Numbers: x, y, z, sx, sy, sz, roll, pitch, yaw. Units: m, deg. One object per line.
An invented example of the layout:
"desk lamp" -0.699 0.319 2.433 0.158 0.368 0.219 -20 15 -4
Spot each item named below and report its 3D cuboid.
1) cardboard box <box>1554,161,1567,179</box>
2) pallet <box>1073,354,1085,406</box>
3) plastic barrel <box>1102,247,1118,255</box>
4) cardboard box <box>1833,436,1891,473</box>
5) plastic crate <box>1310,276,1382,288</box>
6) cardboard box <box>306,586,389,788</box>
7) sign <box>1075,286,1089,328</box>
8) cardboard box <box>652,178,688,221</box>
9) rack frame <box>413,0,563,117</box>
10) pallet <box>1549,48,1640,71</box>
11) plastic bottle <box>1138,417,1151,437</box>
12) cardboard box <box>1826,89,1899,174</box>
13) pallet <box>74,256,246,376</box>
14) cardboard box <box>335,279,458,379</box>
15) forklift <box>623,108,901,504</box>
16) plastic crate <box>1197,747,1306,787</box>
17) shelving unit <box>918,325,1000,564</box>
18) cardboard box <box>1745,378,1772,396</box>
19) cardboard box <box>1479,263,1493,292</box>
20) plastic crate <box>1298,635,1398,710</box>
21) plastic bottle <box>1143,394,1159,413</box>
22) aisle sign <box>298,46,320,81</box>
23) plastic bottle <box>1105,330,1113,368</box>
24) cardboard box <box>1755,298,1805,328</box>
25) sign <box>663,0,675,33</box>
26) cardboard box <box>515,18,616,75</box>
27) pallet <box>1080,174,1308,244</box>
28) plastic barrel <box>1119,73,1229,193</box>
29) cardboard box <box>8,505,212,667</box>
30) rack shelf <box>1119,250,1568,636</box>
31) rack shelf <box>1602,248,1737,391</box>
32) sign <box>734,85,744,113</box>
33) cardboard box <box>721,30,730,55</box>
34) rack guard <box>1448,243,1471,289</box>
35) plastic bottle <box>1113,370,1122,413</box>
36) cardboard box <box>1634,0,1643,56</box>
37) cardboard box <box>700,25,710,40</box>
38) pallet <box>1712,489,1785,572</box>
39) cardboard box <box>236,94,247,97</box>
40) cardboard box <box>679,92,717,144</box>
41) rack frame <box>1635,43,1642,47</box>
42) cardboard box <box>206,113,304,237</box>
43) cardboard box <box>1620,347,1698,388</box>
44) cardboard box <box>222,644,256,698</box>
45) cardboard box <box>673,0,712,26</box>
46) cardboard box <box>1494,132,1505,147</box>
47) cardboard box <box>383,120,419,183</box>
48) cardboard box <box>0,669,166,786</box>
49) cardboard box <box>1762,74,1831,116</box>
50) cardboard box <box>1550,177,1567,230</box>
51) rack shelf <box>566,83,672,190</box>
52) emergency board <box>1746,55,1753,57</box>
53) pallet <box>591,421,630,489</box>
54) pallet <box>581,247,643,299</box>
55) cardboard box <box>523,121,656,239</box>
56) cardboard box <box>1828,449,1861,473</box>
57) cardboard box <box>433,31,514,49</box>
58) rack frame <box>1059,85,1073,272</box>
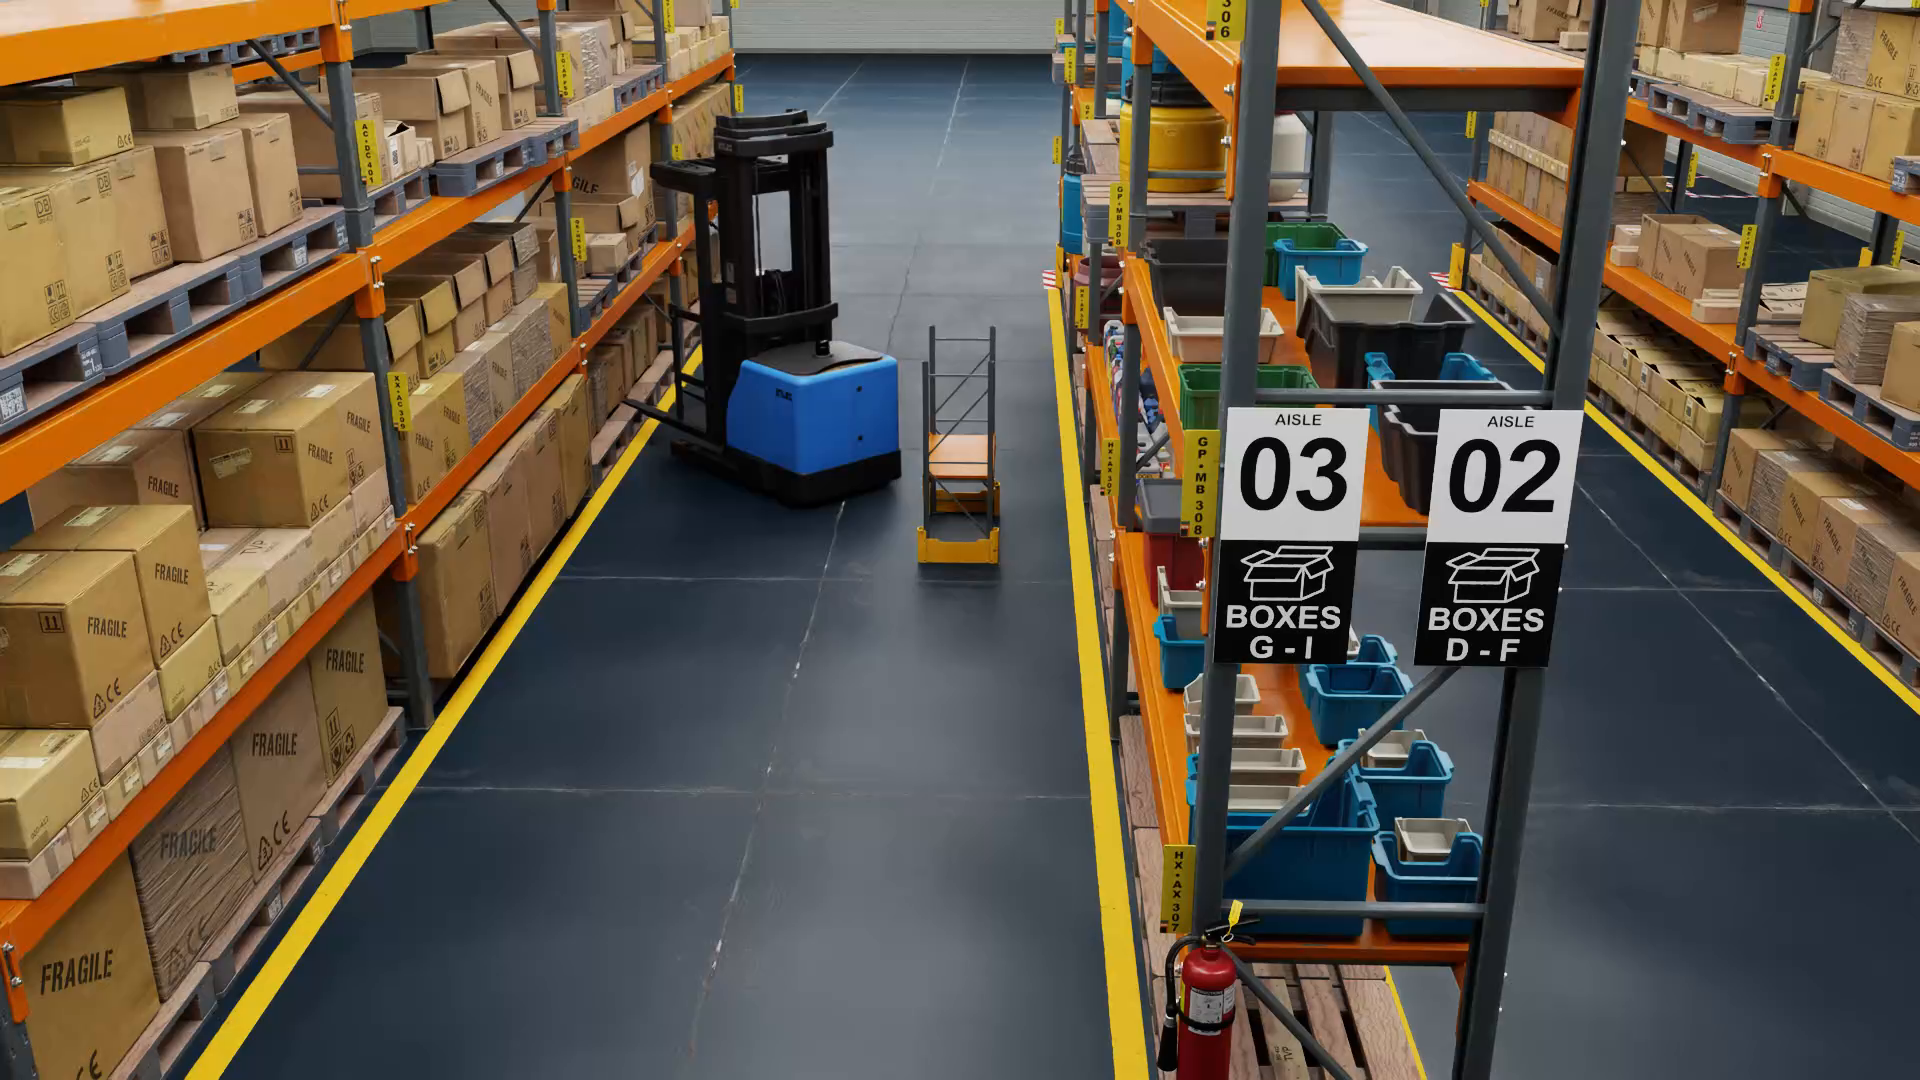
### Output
"cardboard box" 6.375 -3.823 17.200 0.380 0.149 0.250 1 21 2
"pallet" 1.623 -1.565 16.272 1.003 0.211 1.213 1 21 2
"plastic barrel" 1.304 -2.130 13.717 0.421 0.512 0.421 0 21 0
"cardboard box" 6.646 -0.676 11.935 0.500 0.250 0.500 1 21 4
"plastic crate" 1.706 -1.069 7.355 0.293 0.136 0.466 1 21 2
"cardboard box" -3.686 0.721 8.882 0.875 0.875 0.875 1 21 2
"sign" 0.936 -1.783 12.752 0.100 0.325 0.005 1 21 2
"cardboard box" -3.267 -3.552 16.986 0.875 0.500 0.500 1 21 2
"rack frame" -3.465 -4.555 11.828 1.000 3.000 0.127 1 21 2
"pallet" 6.559 -4.760 16.625 1.003 0.211 1.213 1 21 2
"plastic bottle" 1.065 -0.570 9.920 0.144 0.351 0.185 1 21 2
"cardboard box" 6.442 -2.750 11.186 0.910 0.500 0.500 1 21 2
"pallet" -3.661 -0.933 6.763 1.003 0.211 1.213 1 21 2
"cardboard box" -3.543 -1.305 10.221 0.797 0.503 0.637 1 21 2
"forklift" -1.837 -2.108 13.909 1.130 2.935 3.031 -18 27 -38
"plastic crate" 1.110 0.882 6.390 0.396 0.136 0.243 1 21 2
"shelving unit" 0.002 -0.727 12.329 0.587 1.500 1.083 1 21 2
"cardboard box" 6.754 -1.199 13.918 0.500 0.311 0.500 0 21 0
"cardboard box" 6.430 -3.082 19.546 0.500 0.250 0.500 1 21 2
"plastic crate" 1.629 0.569 7.065 0.416 0.233 0.300 1 21 2
"plastic bottle" 1.216 -0.796 10.611 0.097 0.271 0.097 0 21 0
"aisle sign" -7.874 -5.976 20.190 0.394 0.787 0.004 1 21 2
"plastic bottle" 1.094 -1.378 12.095 0.061 0.283 0.133 1 21 2
"cardboard box" 6.492 -1.737 12.983 0.500 0.311 0.500 2 21 5
"sign" -2.788 -5.023 15.921 0.100 0.325 0.005 1 21 2
"cardboard box" -3.484 -4.337 14.690 0.797 0.503 0.637 1 21 4
"pallet" 1.291 -1.852 9.270 1.213 0.211 1.003 1 21 2
"plastic barrel" 1.189 -2.272 9.249 0.600 0.588 0.600 0 21 0
"cardboard box" -3.398 0.177 6.685 0.500 0.500 0.500 0 21 0
"rack shelf" 1.304 -0.597 6.769 1.077 0.370 4.000 1 21 2
"rack shelf" 6.498 -2.036 14.623 1.077 0.370 4.000 1 21 2
"sign" -2.667 -5.324 20.067 0.100 0.325 0.005 1 21 2
"cardboard box" -2.982 -5.802 19.396 0.500 0.250 0.500 1 21 3
"rack guard" 6.681 -3.384 20.558 1.175 0.500 0.348 1 21 2
"plastic bottle" 1.108 -0.991 11.109 0.152 0.276 0.135 1 21 2
"cardboard box" 6.838 -4.979 16.156 0.500 0.500 0.500 2 21 6
"cardboard box" -2.965 -5.591 18.301 0.380 0.149 0.250 0 21 -1
"pallet" 6.377 -0.078 12.439 1.003 0.211 1.213 1 21 2
"cardboard box" -8.303 -4.781 19.003 0.875 0.550 0.550 1 21 2
"cardboard box" -3.018 -4.739 18.664 0.500 0.500 0.500 1 21 2
"rack frame" 6.559 -5.891 15.271 1.000 3.000 0.127 1 21 2
"cardboard box" -3.550 -1.716 7.800 0.700 0.500 0.500 -1 21 -2
"cardboard box" 6.252 -1.567 14.866 0.500 0.311 0.500 1 21 3
"cardboard box" -3.322 0.571 7.259 0.380 0.149 0.250 0 21 0
"cardboard box" -3.015 -5.904 18.212 0.500 0.500 0.500 1 21 2
"cardboard box" 6.448 -4.654 19.343 0.380 0.149 0.250 0 21 0
"cardboard box" -3.463 -2.260 9.603 0.500 0.311 0.500 0 21 0
"cardboard box" -3.414 0.707 6.356 0.500 0.250 0.500 0 21 1
"cardboard box" 6.395 -3.337 12.462 0.500 0.250 0.500 -1 21 -2
"cardboard box" 6.575 -3.492 17.244 0.700 0.500 0.500 0 21 1
"rack shelf" -3.404 -3.544 14.365 1.077 0.370 4.000 1 21 2
"emergency board" 12.771 -7.287 27.163 0.194 1.169 0.643 1 21 2
"pallet" -3.439 -0.741 14.146 1.003 0.211 1.213 1 21 2
"pallet" -3.445 -2.385 14.794 1.003 0.211 1.213 1 21 2
"cardboard box" -3.507 -3.394 15.720 1.000 1.000 1.000 1 21 2
"cardboard box" 6.643 -0.347 12.123 0.500 0.500 0.500 1 21 4
"cardboard box" -3.700 -3.611 12.714 0.500 0.500 0.500 1 21 3
"rack frame" 1.729 -4.596 20.228 1.000 3.000 0.127 1 21 2
